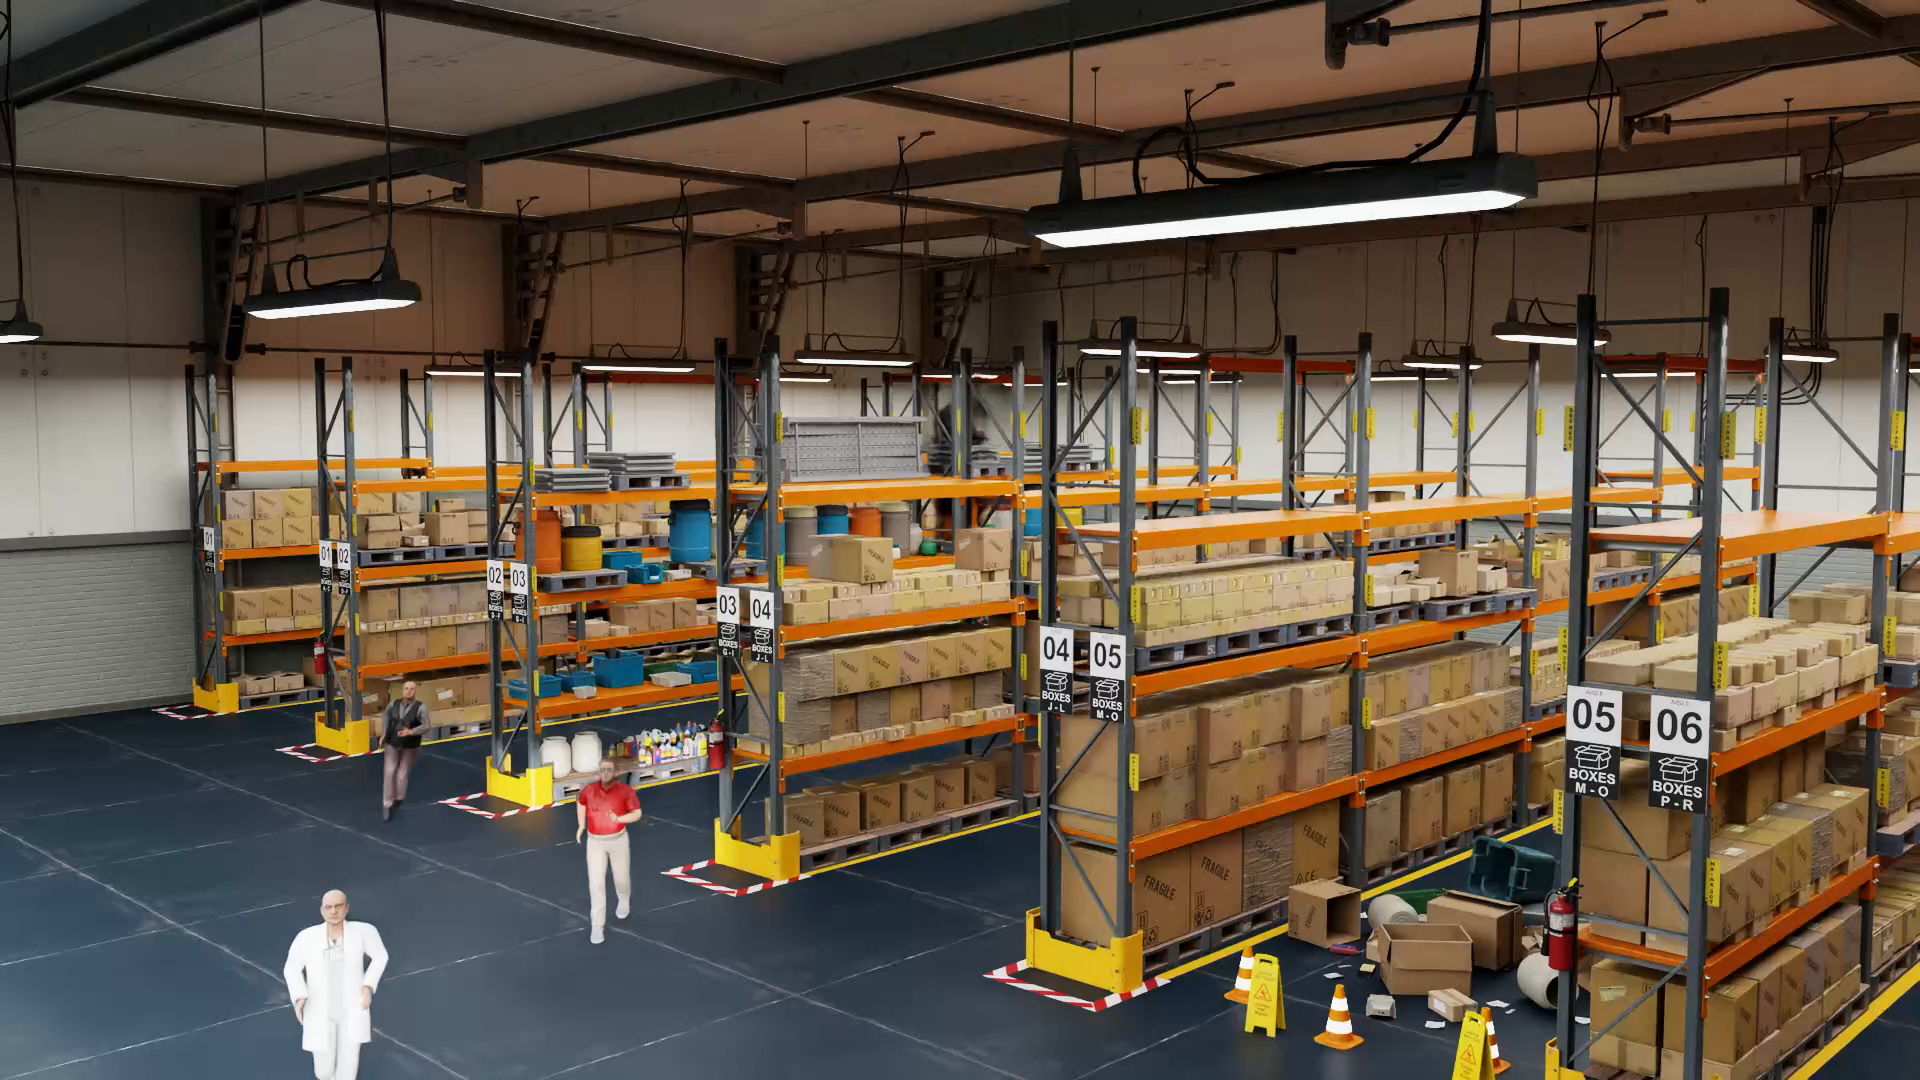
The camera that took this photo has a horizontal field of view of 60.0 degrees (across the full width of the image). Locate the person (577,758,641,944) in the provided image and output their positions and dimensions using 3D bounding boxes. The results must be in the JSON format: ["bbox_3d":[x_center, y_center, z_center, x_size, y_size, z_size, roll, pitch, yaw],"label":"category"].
[{"bbox_3d":[-3.491,3.020,16.502,0.663,1.714,0.990,0,4,-5],"label":"person"}]

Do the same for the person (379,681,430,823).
[{"bbox_3d":[-7.119,2.675,21.314,0.648,1.713,0.808,-1,4,-11],"label":"person"}]

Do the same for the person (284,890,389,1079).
[{"bbox_3d":[-4.492,3.384,12.008,0.711,1.743,0.756,-2,5,-20],"label":"person"}]
